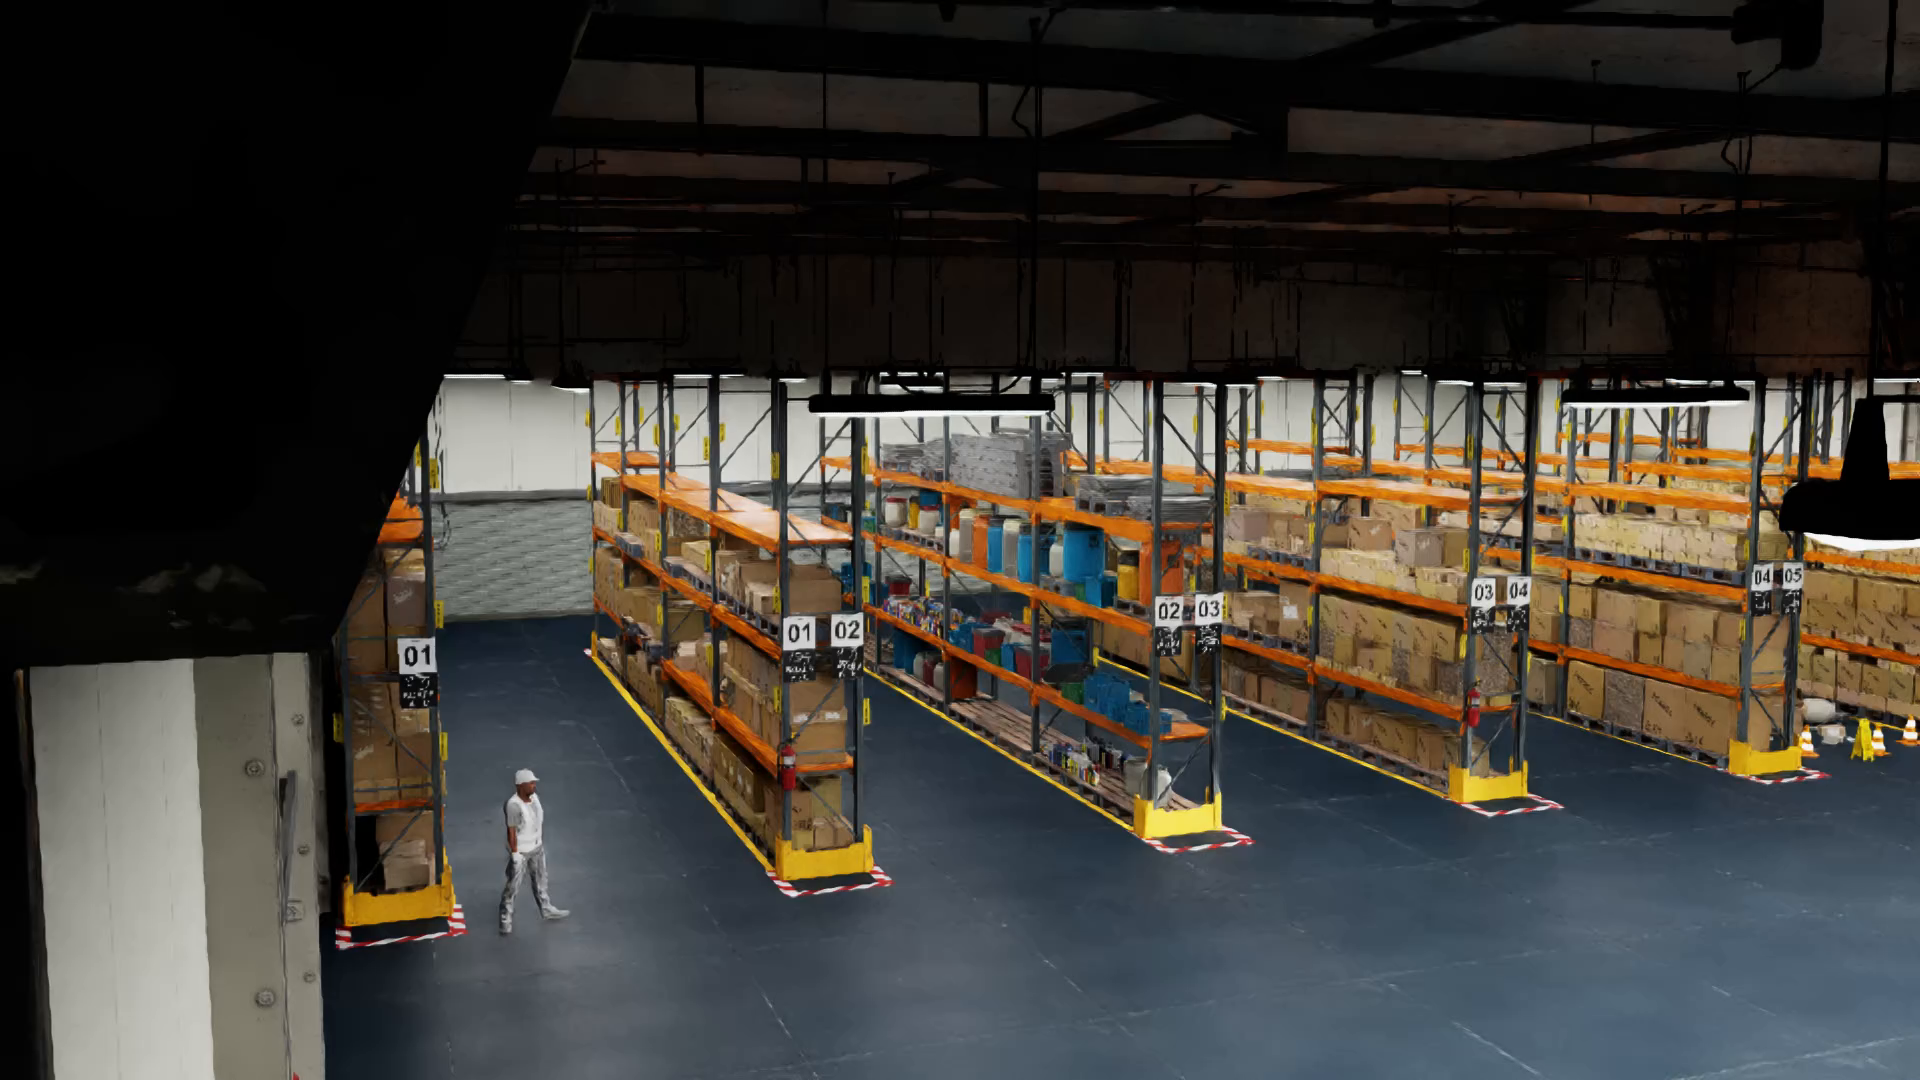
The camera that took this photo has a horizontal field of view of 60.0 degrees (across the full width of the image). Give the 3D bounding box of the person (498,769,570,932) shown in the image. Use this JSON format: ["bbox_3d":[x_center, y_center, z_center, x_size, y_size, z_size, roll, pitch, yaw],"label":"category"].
[{"bbox_3d":[-4.763,3.389,18.362,0.576,1.774,0.734,2,7,18],"label":"person"}]
